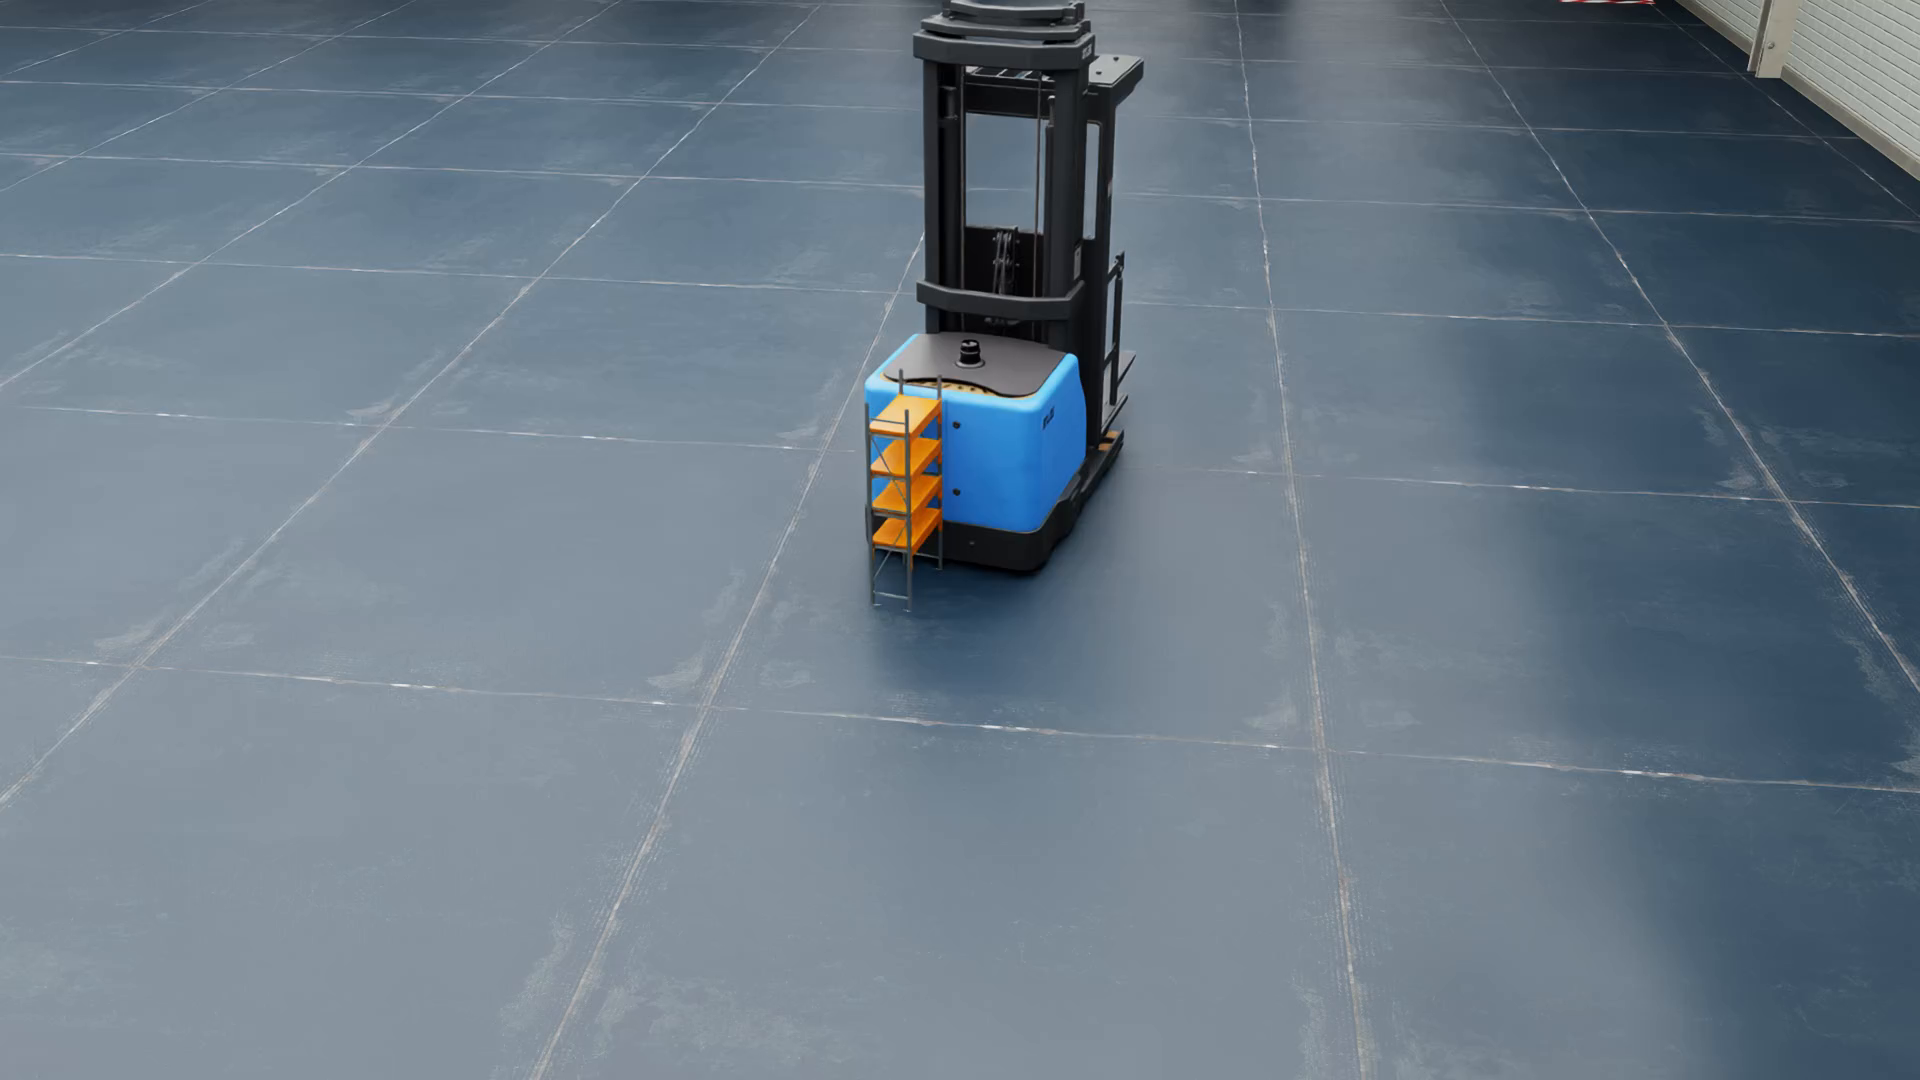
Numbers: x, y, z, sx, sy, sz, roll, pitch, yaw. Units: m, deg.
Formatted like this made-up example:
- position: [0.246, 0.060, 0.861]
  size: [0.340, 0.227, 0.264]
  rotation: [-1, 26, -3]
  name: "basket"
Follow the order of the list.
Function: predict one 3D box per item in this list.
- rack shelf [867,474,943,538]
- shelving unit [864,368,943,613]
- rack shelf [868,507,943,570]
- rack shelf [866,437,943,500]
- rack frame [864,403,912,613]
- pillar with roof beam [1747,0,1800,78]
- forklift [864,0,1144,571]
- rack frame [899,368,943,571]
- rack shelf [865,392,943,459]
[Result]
- position: [-0.294, -0.204, 9.005]
  size: [0.258, 0.148, 0.480]
  rotation: [9, 30, 17]
  name: "rack shelf"
- position: [-0.294, -0.263, 8.973]
  size: [0.258, 1.200, 0.503]
  rotation: [9, 30, 17]
  name: "shelving unit"
- position: [-0.294, -0.029, 9.099]
  size: [0.258, 0.148, 0.480]
  rotation: [9, 30, 17]
  name: "rack shelf"
- position: [-0.294, -0.401, 8.899]
  size: [0.258, 0.148, 0.480]
  rotation: [9, 30, 17]
  name: "rack shelf"
- position: [-0.374, -0.154, 8.770]
  size: [0.240, 1.200, 0.015]
  rotation: [9, 30, 17]
  name: "rack frame"
- position: [5.564, -9.908, 18.653]
  size: [9.100, 9.000, 0.400]
  rotation: [3, 28, 6]
  name: "pillar with roof beam"
- position: [0.423, -1.801, 10.002]
  size: [1.130, 2.935, 3.031]
  rotation: [9, 30, 17]
  name: "forklift"
- position: [-0.213, -0.372, 9.176]
  size: [0.240, 1.200, 0.015]
  rotation: [9, 30, 17]
  name: "rack frame"
- position: [-0.294, -0.609, 8.787]
  size: [0.258, 0.148, 0.480]
  rotation: [9, 30, 17]
  name: "rack shelf"
